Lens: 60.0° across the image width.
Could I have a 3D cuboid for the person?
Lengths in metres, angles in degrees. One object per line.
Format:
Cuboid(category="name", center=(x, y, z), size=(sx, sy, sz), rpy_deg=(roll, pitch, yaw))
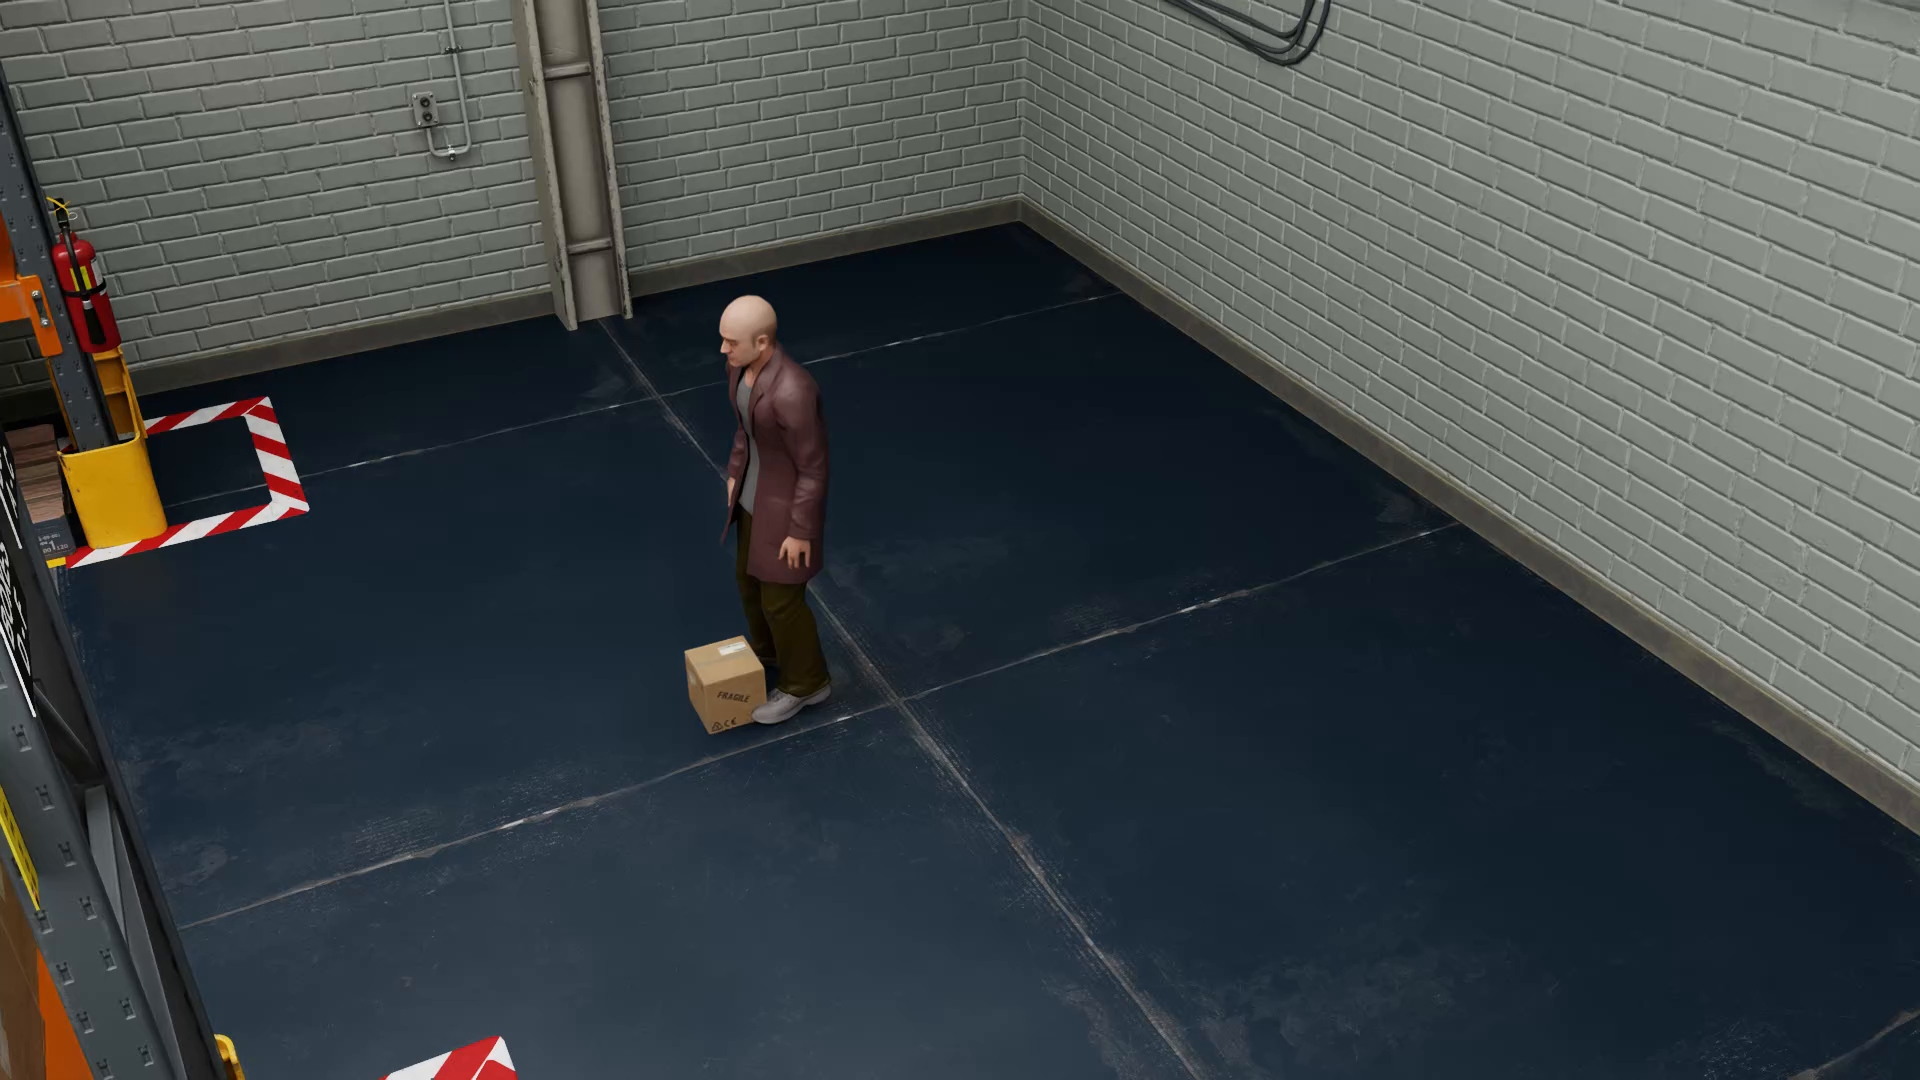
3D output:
Cuboid(category="person", center=(-0.717, -0.129, 6.356), size=(0.428, 1.772, 0.640), rpy_deg=(-17, 36, -25))
